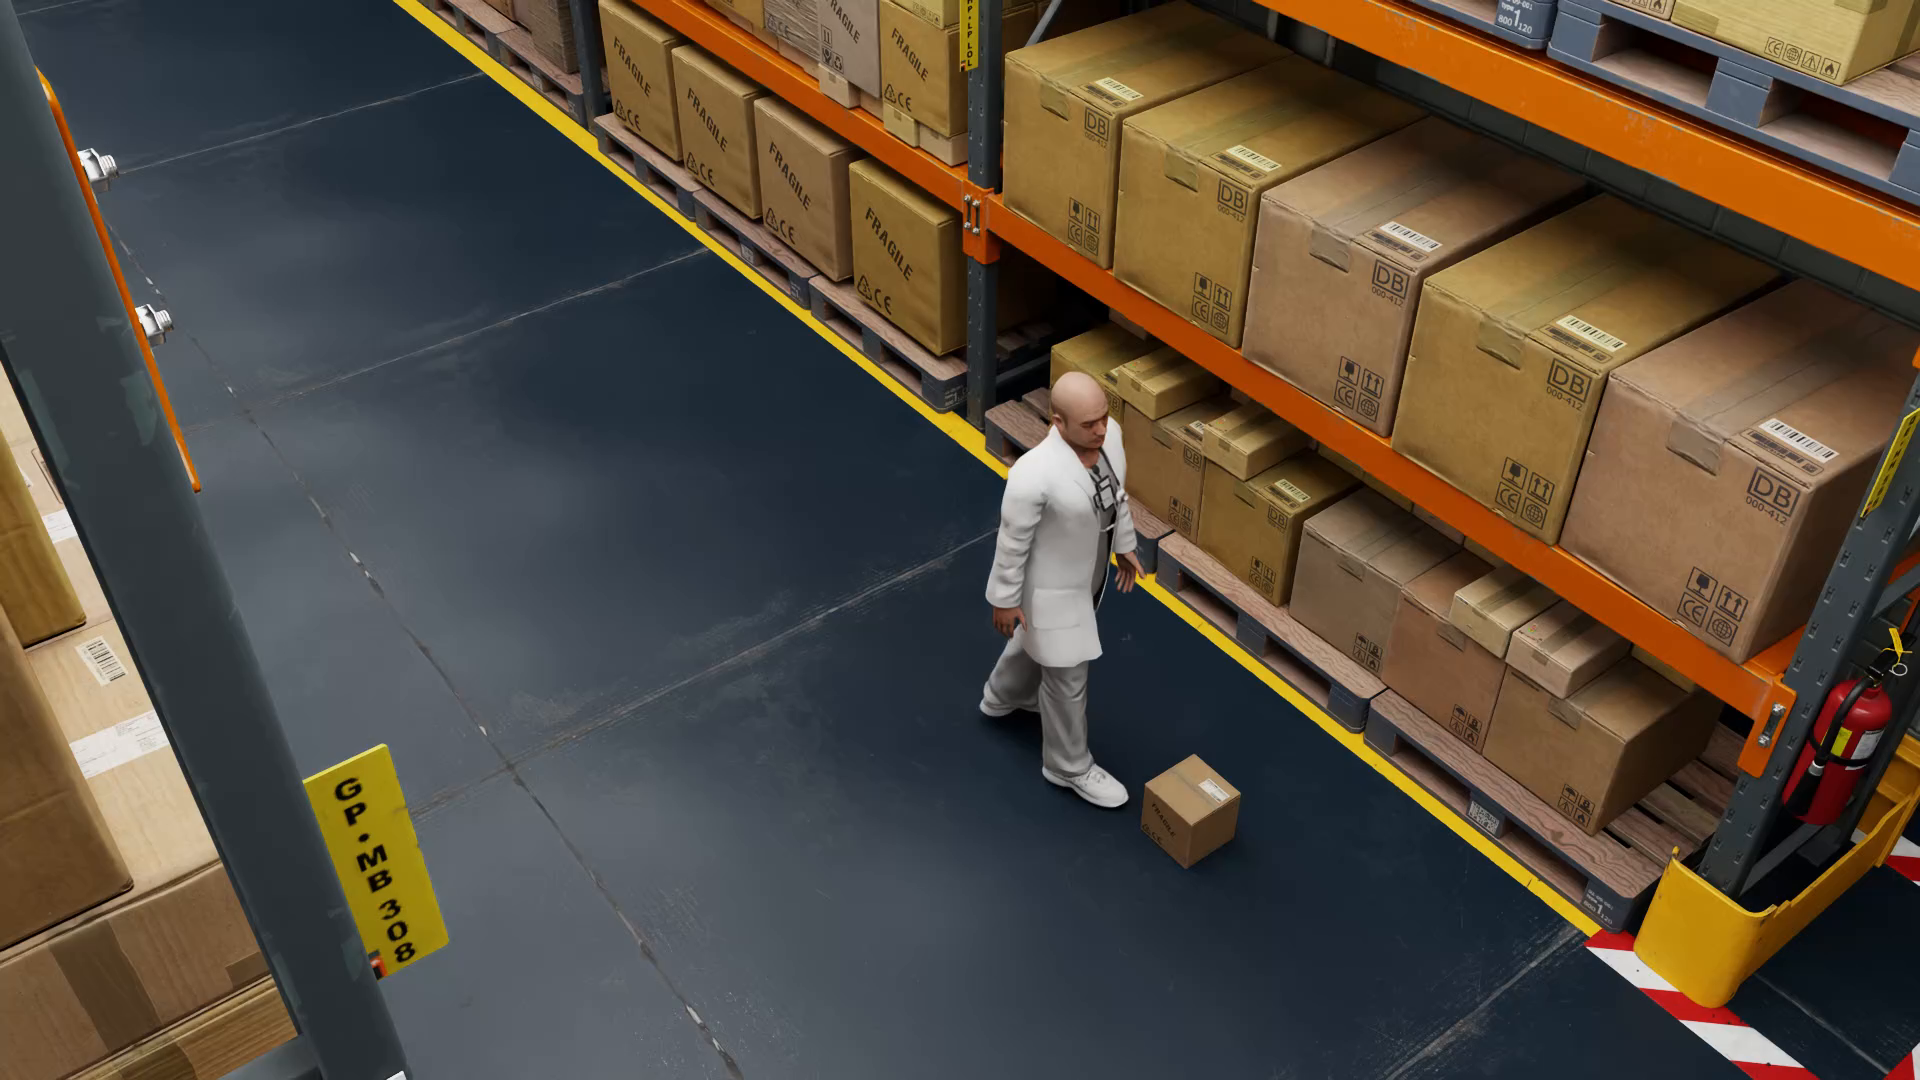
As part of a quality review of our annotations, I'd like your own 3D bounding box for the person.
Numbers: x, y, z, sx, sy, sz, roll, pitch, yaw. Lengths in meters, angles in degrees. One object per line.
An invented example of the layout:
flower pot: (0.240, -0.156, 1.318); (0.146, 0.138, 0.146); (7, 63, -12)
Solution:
person: (0.399, 0.135, 5.992); (0.738, 1.774, 0.585); (21, 44, 24)
